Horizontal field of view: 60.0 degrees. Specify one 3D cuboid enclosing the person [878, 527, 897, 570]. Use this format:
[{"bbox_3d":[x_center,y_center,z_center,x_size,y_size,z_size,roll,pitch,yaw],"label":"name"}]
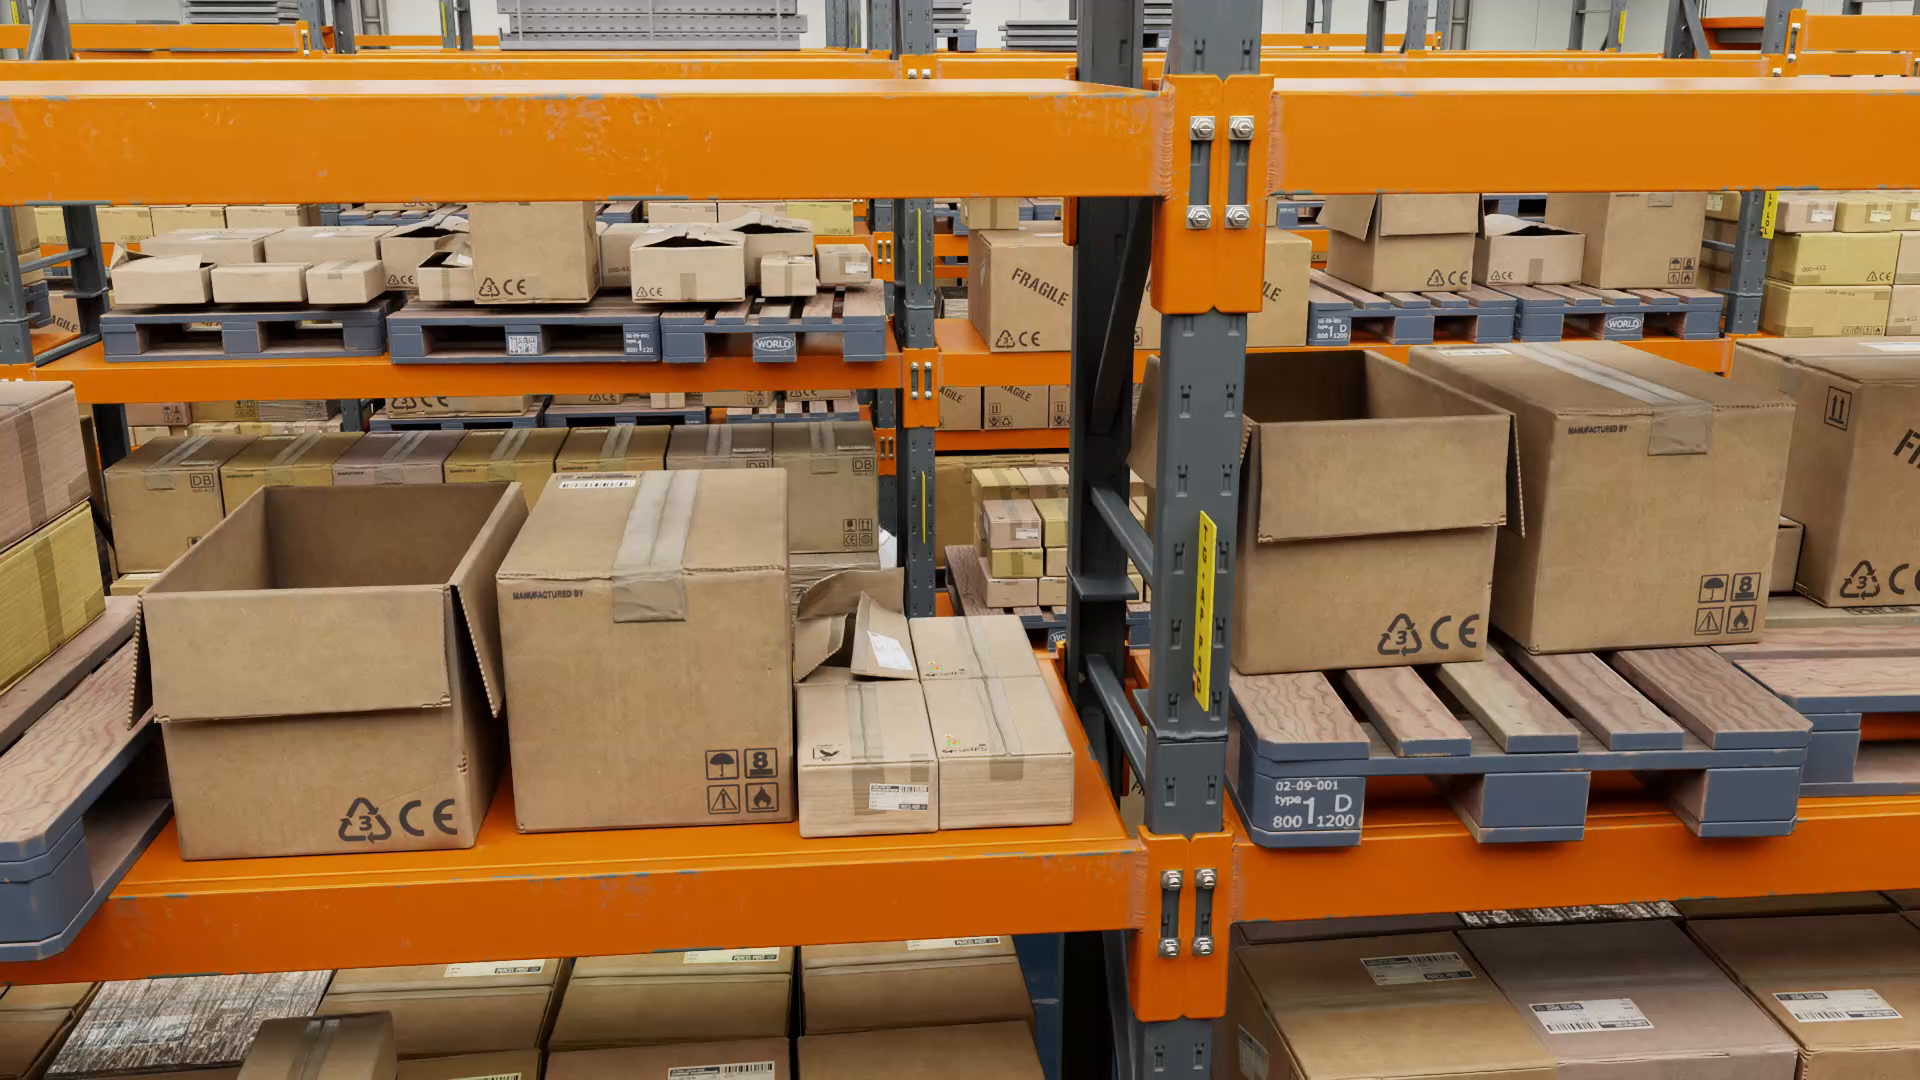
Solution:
[{"bbox_3d":[-0.872,0.203,12.080,0.938,1.053,0.563,4,17,12],"label":"person"}]
